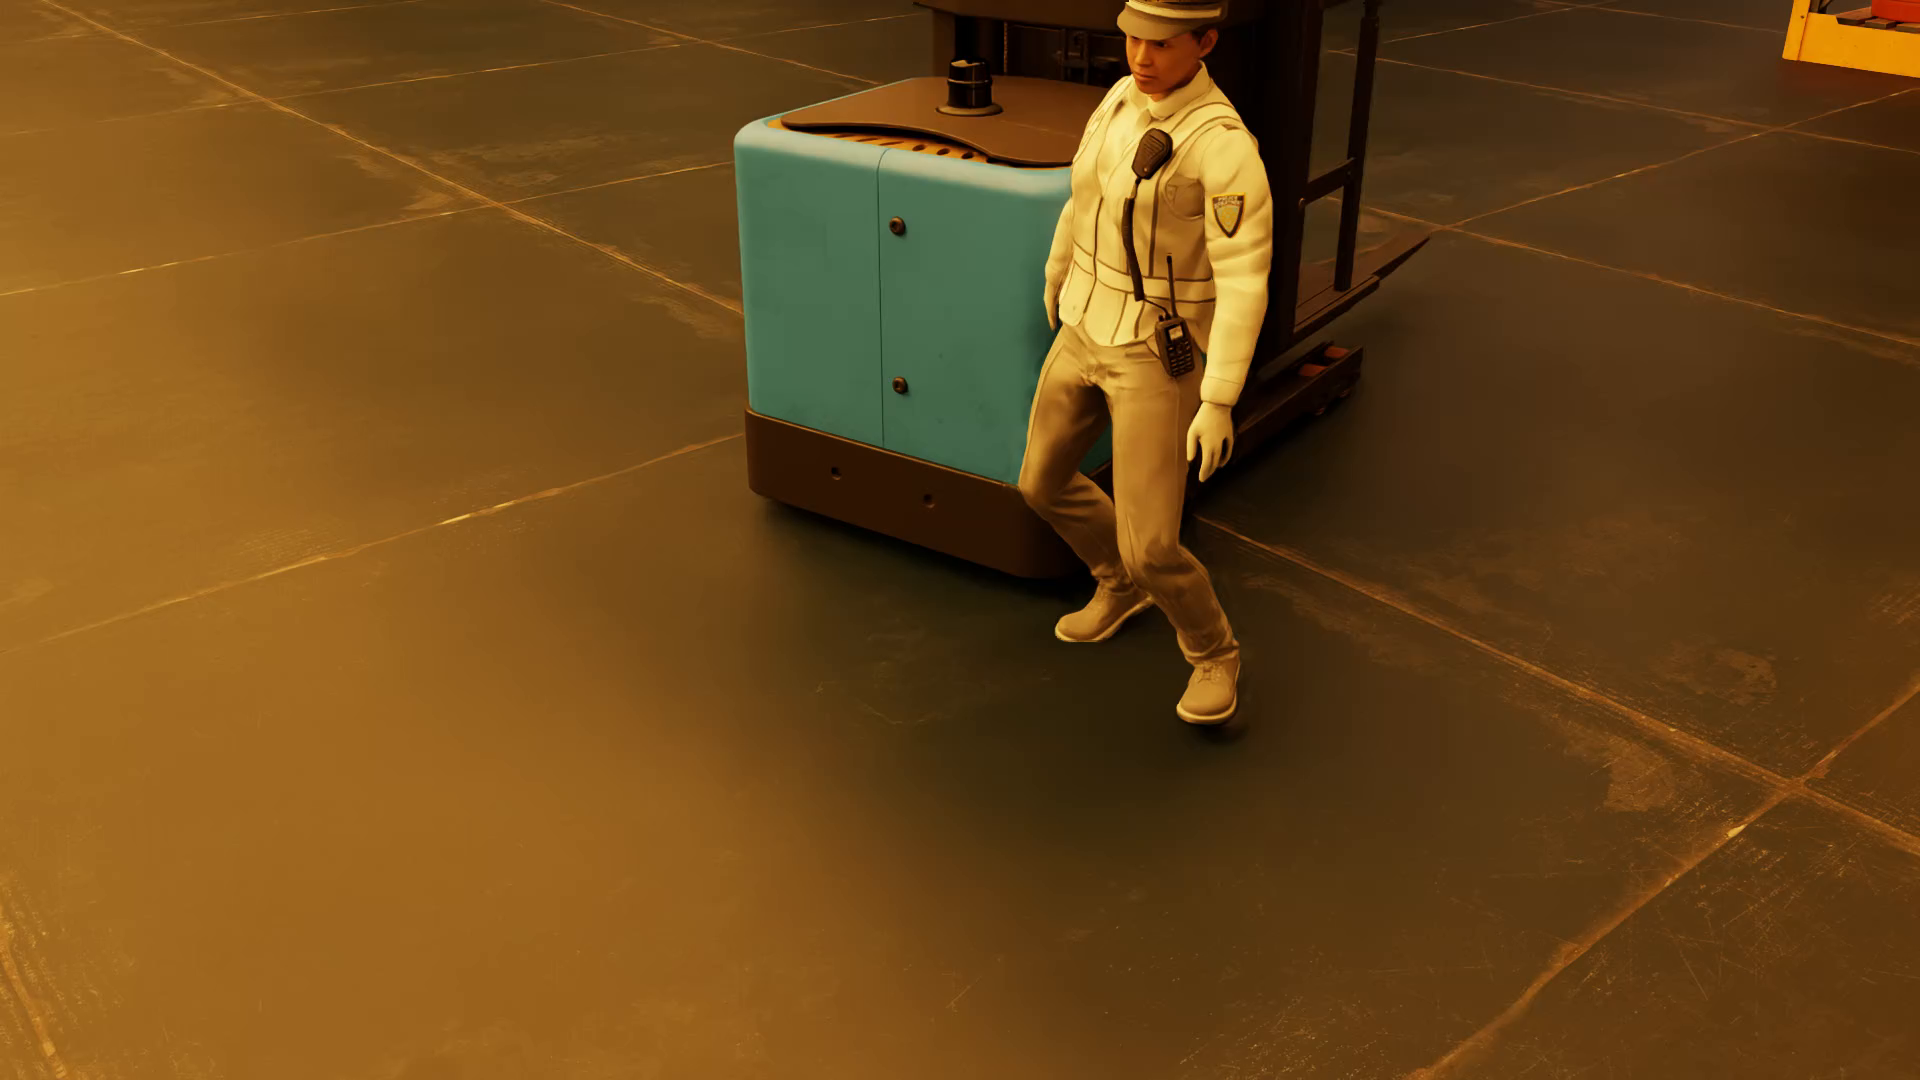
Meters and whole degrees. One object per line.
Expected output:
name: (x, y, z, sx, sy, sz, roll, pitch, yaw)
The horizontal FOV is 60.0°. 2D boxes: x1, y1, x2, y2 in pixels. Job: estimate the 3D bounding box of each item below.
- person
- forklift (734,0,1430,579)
person: (0.386, -0.420, 3.560, 0.392, 1.622, 0.789, -13, 29, -24)
forklift: (0.661, -1.817, 4.865, 1.130, 2.935, 3.031, 17, 31, 31)
